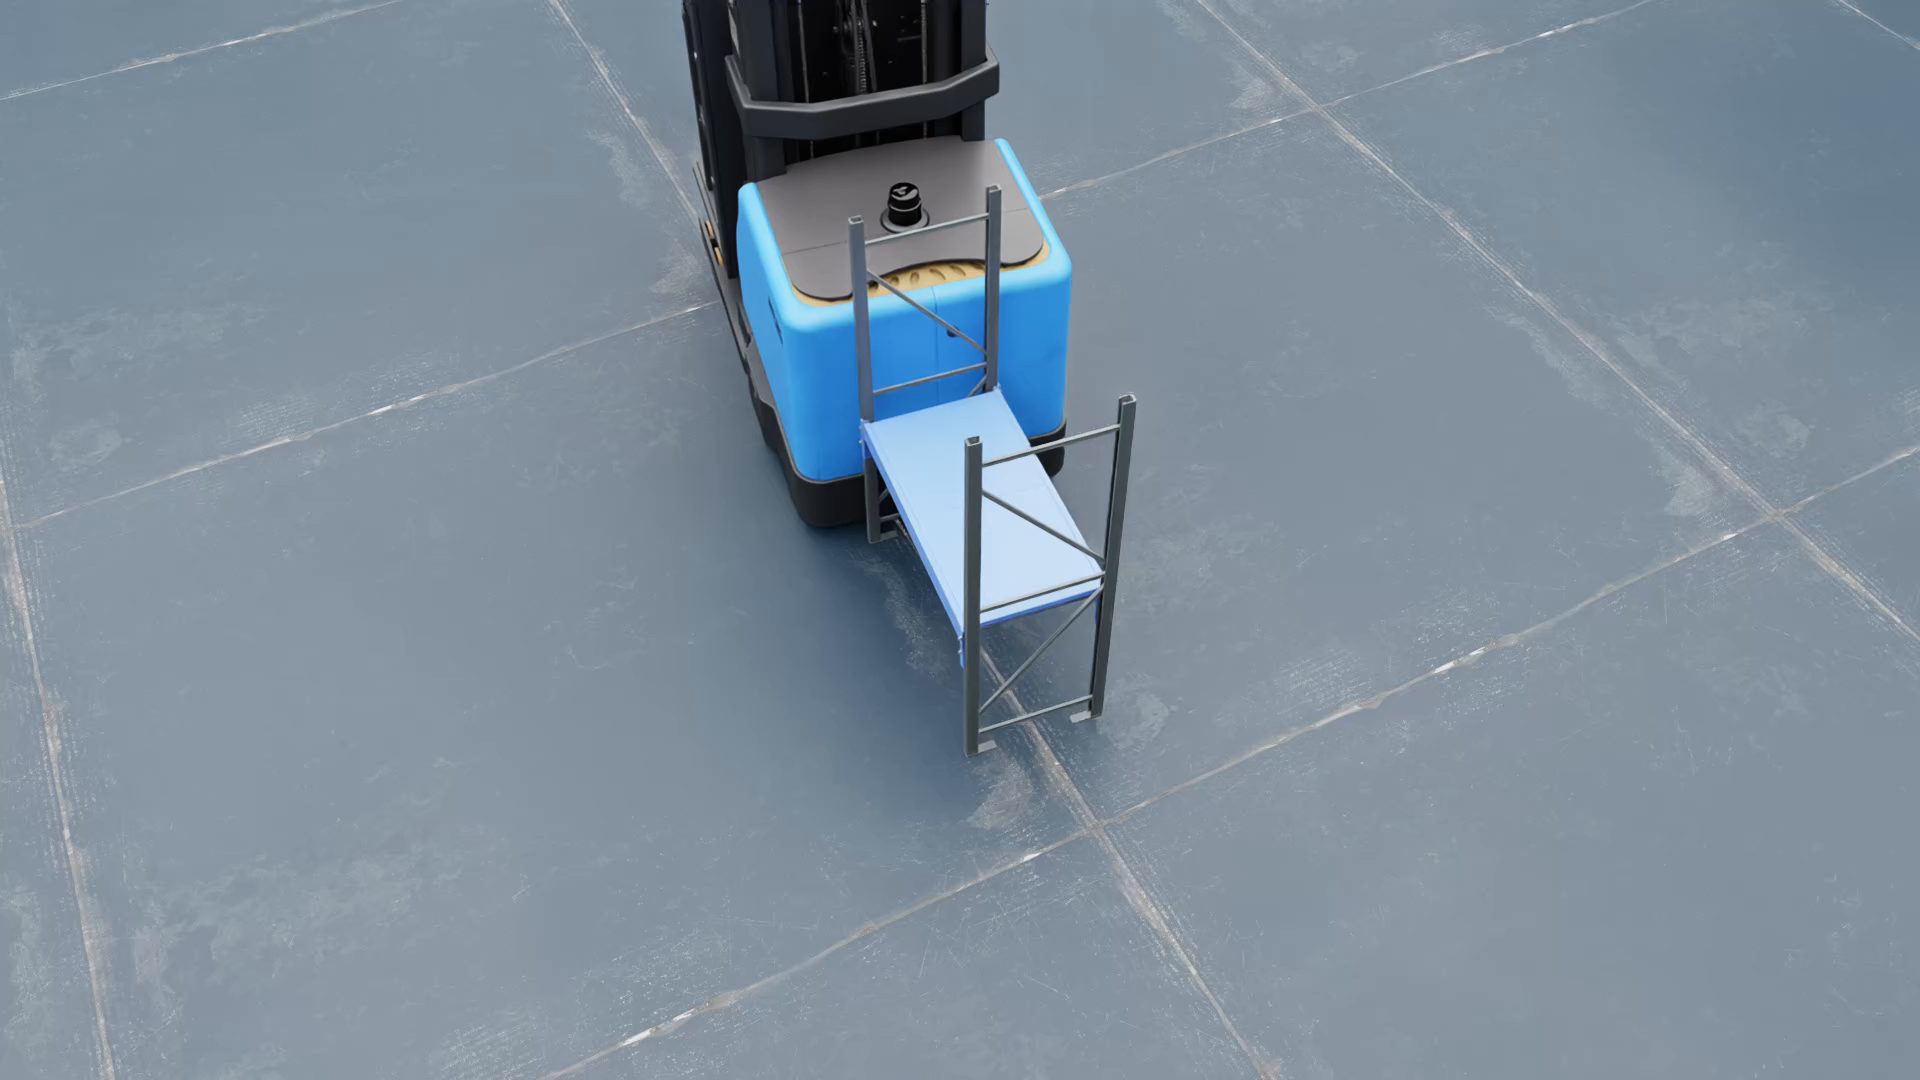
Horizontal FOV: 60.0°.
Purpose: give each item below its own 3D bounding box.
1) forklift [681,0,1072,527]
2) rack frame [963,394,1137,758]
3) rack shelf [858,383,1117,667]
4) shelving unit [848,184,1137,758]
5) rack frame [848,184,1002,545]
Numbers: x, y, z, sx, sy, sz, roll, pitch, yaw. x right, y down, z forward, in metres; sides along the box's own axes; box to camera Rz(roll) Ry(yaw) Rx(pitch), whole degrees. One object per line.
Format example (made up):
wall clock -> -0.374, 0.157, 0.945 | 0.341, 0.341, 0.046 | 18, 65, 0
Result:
forklift -> -0.510, -2.151, 6.184 | 1.130, 2.935, 3.031 | -13, 50, -11
rack frame -> 0.250, 0.164, 5.110 | 0.500, 1.500, 0.032 | -16, 51, -13
rack shelf -> 0.071, -0.076, 5.559 | 0.538, 0.185, 1.000 | -16, 51, -13
shelving unit -> 0.071, -0.194, 5.423 | 0.538, 1.500, 1.048 | -16, 51, -13
rack frame -> -0.108, -0.552, 5.737 | 0.500, 1.500, 0.032 | -16, 51, -13
